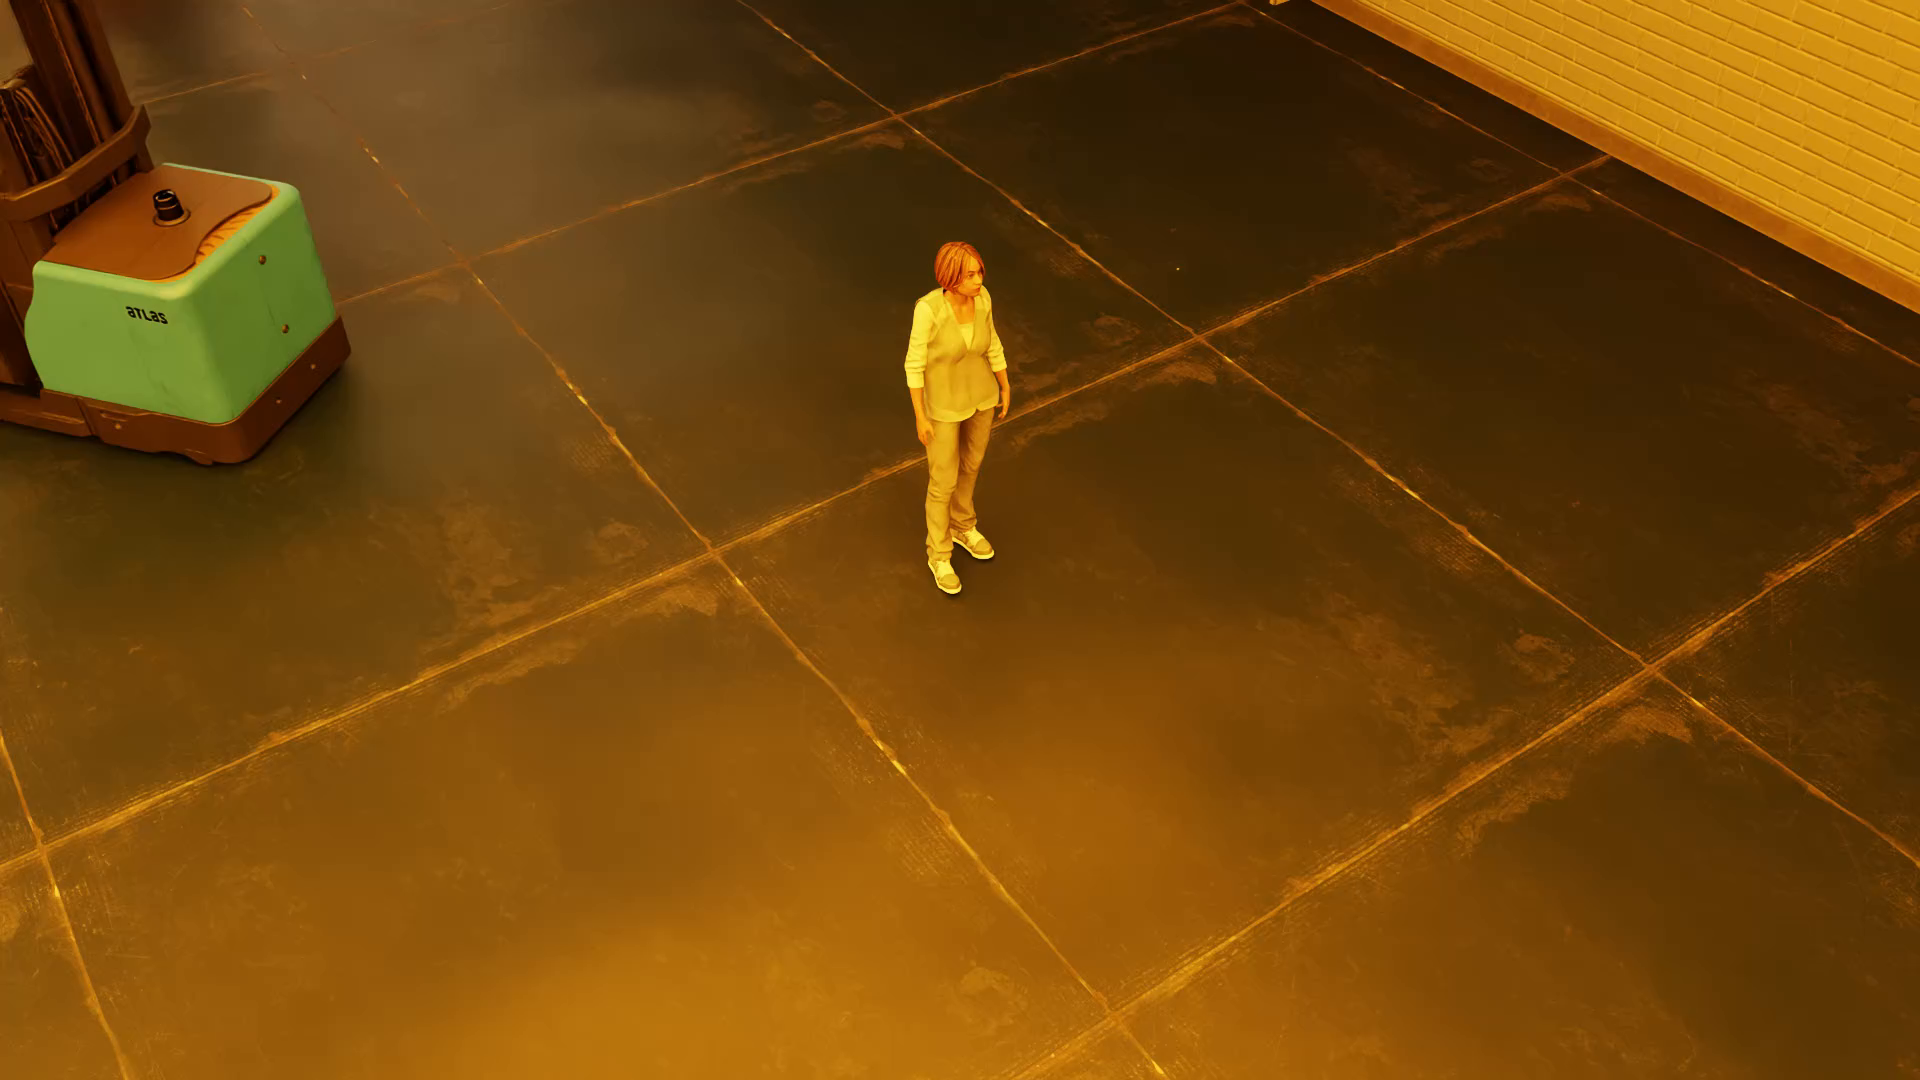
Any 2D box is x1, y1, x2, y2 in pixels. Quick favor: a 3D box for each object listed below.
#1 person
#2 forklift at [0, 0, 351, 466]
[{"bbox_3d":[0.030,-0.546,7.282,0.520,1.597,0.475,-25,48,-25],"label":"person"},{"bbox_3d":[-4.818,-2.020,7.908,3.031,2.935,1.130,12,44,12],"label":"forklift"}]
